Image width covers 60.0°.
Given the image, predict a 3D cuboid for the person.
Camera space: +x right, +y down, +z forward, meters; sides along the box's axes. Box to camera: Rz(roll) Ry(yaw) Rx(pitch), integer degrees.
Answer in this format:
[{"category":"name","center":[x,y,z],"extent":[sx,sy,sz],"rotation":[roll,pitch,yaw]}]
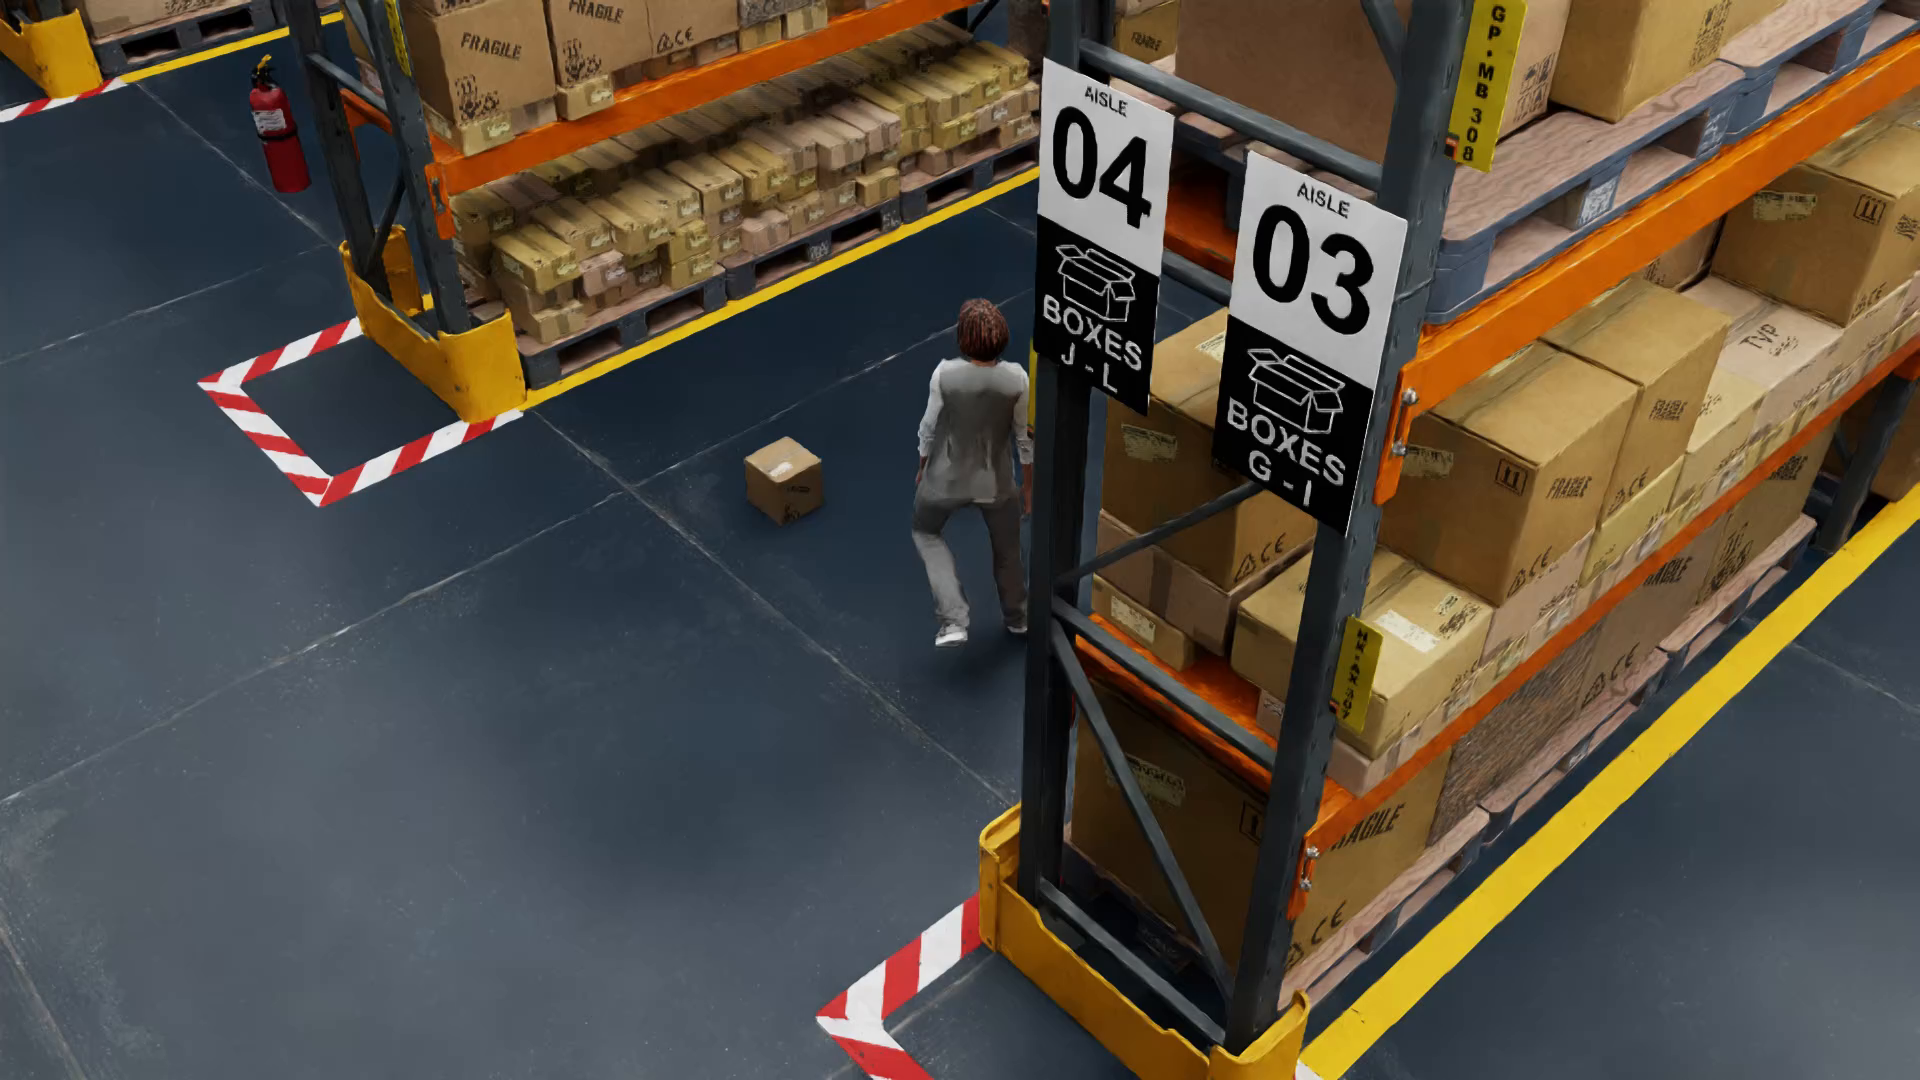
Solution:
[{"category":"person","center":[0.092,-0.107,6.444],"extent":[0.560,1.358,0.498],"rotation":[-3,40,-3]}]
